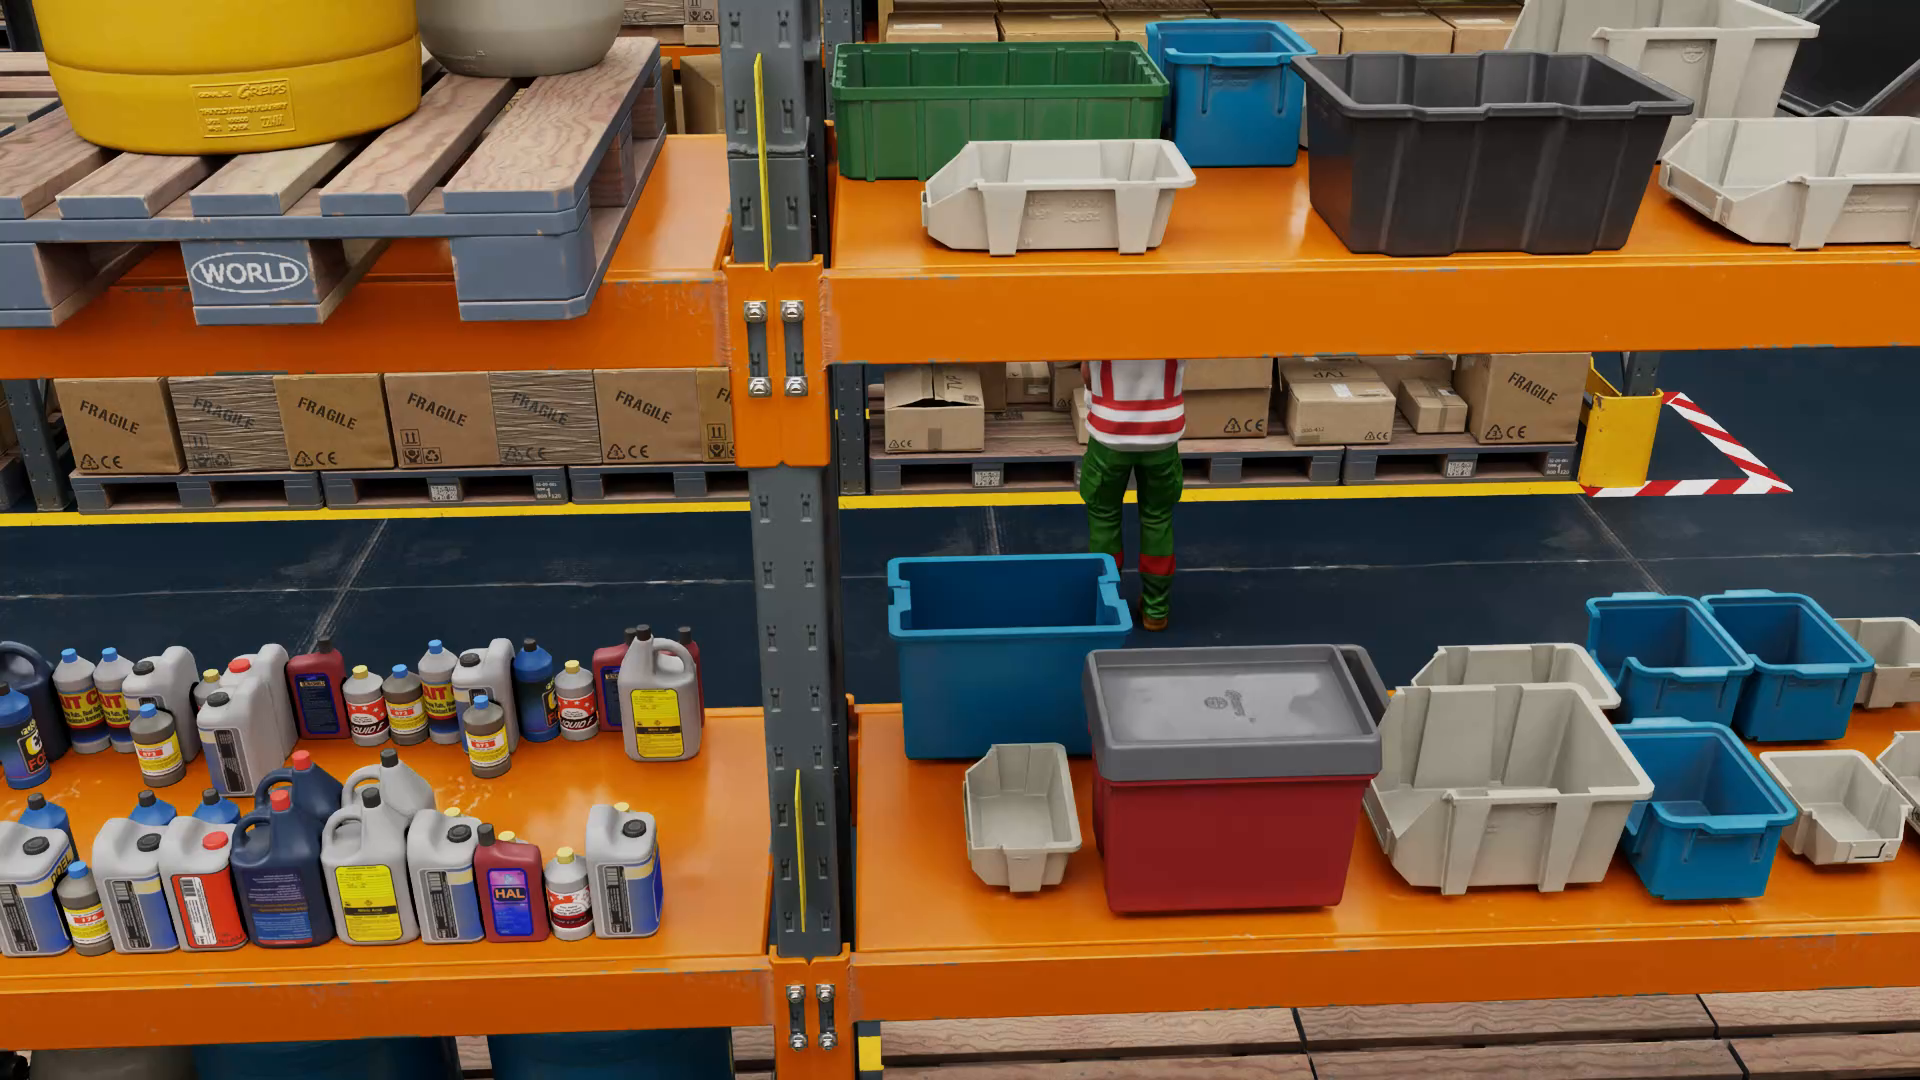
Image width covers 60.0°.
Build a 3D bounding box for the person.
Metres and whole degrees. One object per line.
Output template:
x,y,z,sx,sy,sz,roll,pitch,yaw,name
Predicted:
0.711,-0.475,7.020,0.494,1.782,0.573,-1,27,-2,person
